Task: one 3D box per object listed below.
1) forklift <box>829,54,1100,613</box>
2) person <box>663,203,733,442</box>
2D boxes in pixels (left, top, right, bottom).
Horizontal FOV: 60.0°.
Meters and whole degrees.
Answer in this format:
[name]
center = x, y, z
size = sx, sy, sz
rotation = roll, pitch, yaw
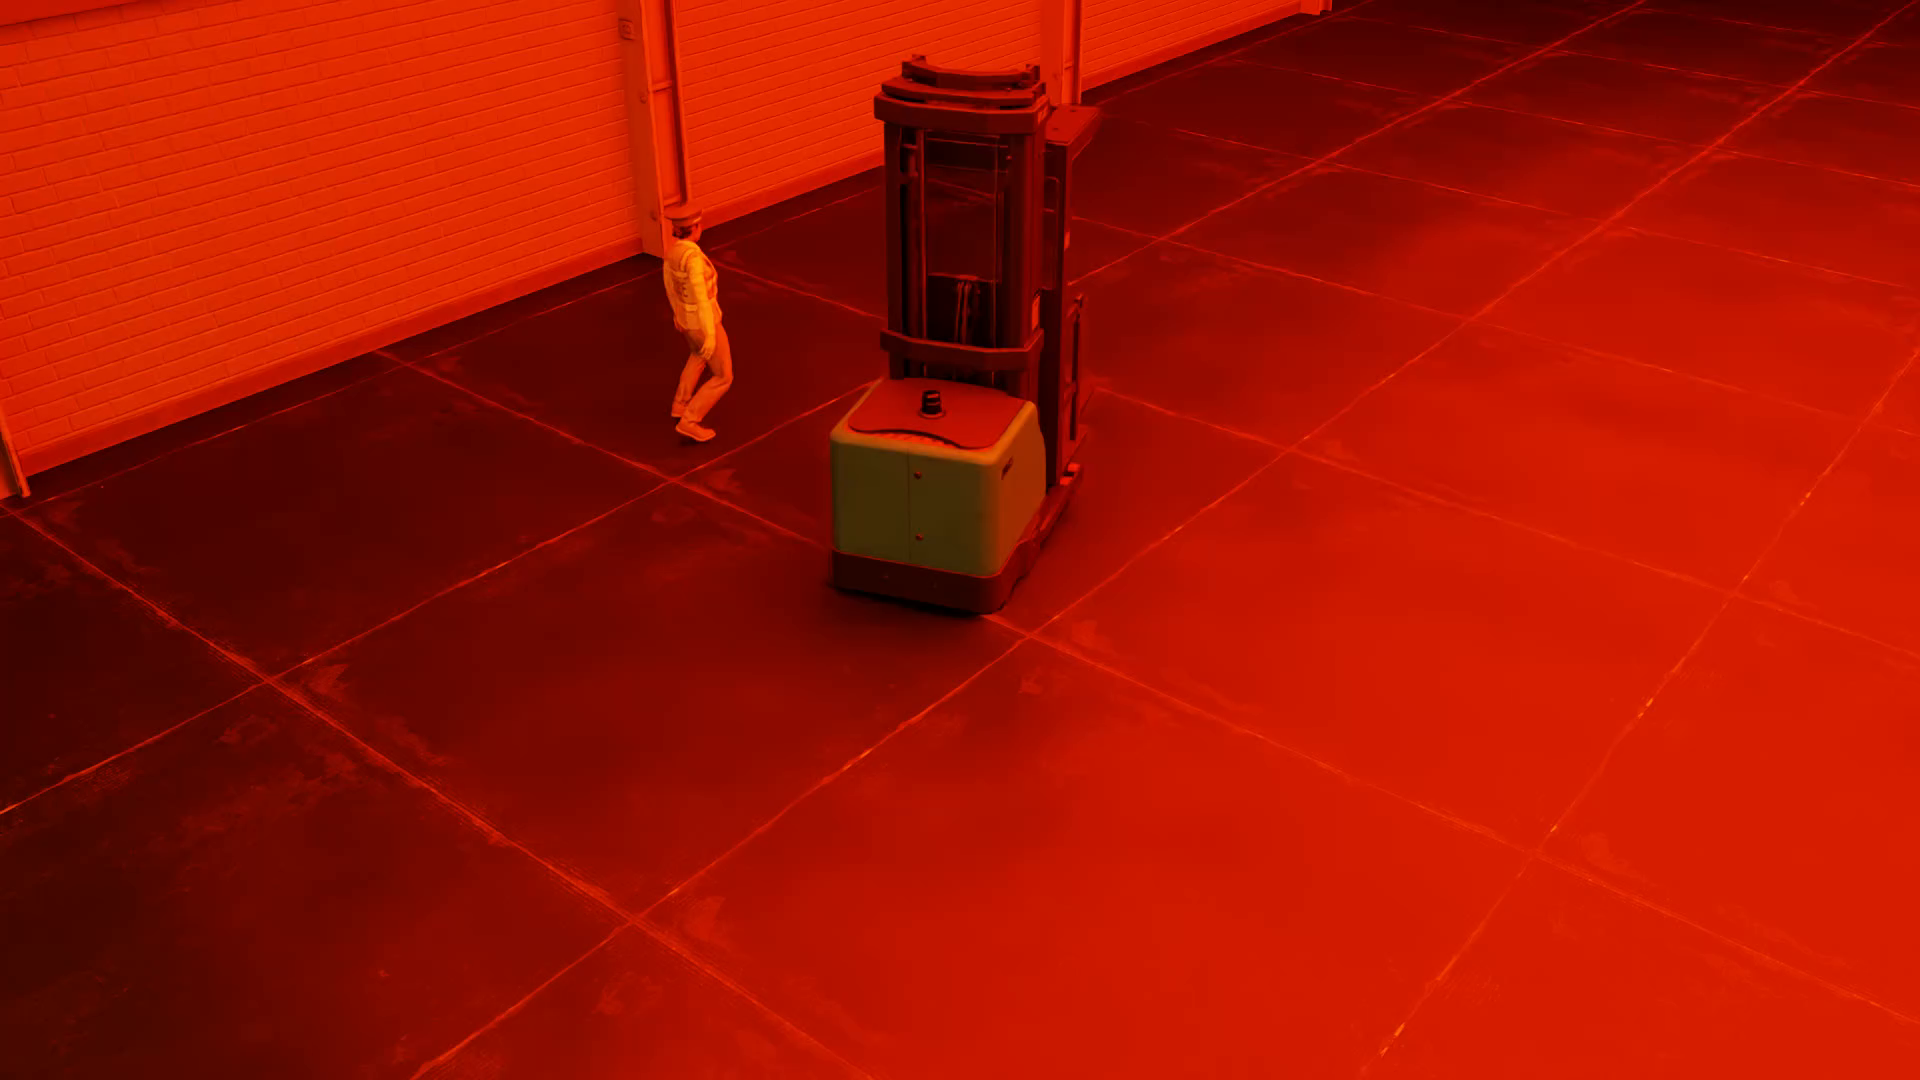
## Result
[forklift]
center = 0.193, -1.576, 10.292
size = 1.130, 2.935, 3.031
rotation = 10, 32, 16
[person]
center = -1.847, -1.477, 11.403
size = 0.449, 1.580, 0.796
rotation = -16, 34, -26
